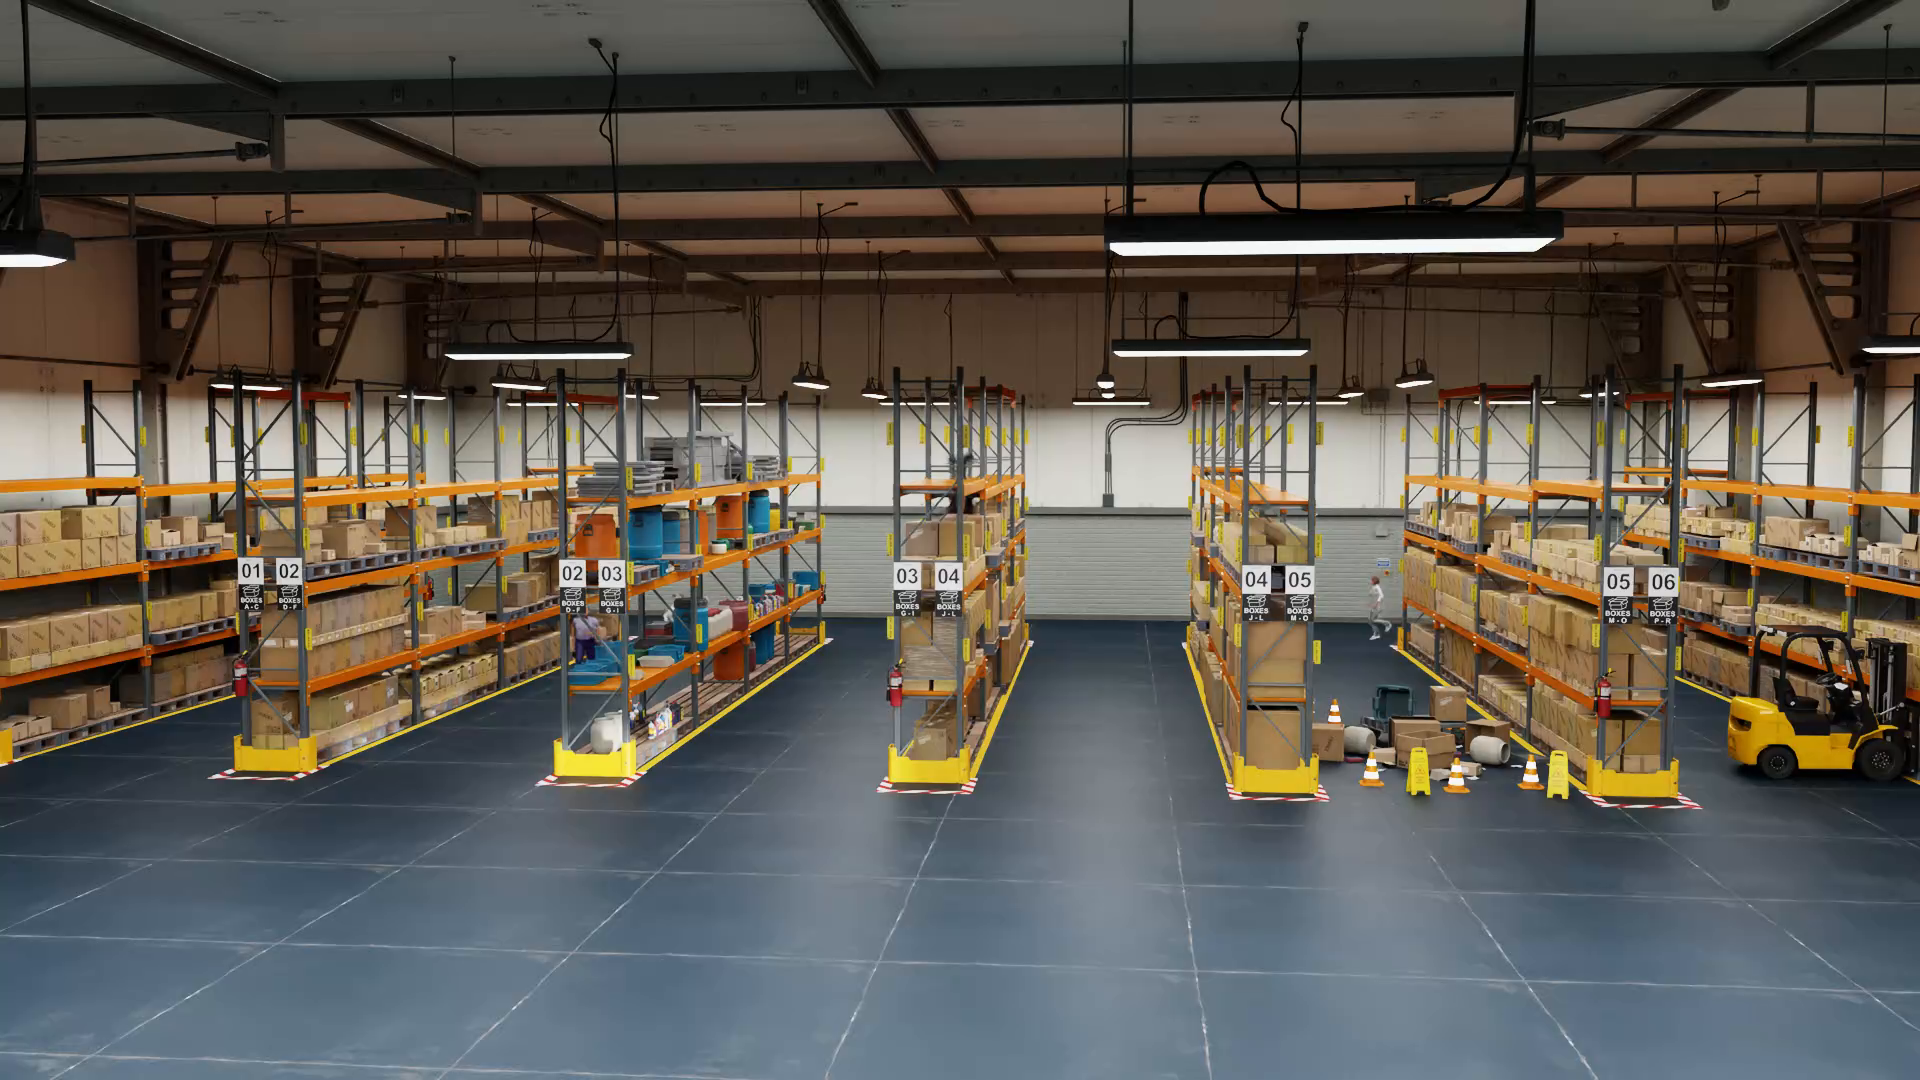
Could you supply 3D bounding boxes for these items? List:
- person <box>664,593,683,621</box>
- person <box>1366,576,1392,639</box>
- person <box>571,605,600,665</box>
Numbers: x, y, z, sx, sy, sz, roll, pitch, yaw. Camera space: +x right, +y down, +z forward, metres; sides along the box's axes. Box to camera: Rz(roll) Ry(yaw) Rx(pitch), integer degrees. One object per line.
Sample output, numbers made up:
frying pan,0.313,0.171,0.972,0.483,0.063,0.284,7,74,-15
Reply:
person,-6.058,1.954,35.454,0.608,1.650,0.611,0,4,1
person,10.378,1.680,41.132,0.609,1.582,0.557,0,4,4
person,-7.451,2.126,33.088,0.592,1.708,0.839,0,4,-6
